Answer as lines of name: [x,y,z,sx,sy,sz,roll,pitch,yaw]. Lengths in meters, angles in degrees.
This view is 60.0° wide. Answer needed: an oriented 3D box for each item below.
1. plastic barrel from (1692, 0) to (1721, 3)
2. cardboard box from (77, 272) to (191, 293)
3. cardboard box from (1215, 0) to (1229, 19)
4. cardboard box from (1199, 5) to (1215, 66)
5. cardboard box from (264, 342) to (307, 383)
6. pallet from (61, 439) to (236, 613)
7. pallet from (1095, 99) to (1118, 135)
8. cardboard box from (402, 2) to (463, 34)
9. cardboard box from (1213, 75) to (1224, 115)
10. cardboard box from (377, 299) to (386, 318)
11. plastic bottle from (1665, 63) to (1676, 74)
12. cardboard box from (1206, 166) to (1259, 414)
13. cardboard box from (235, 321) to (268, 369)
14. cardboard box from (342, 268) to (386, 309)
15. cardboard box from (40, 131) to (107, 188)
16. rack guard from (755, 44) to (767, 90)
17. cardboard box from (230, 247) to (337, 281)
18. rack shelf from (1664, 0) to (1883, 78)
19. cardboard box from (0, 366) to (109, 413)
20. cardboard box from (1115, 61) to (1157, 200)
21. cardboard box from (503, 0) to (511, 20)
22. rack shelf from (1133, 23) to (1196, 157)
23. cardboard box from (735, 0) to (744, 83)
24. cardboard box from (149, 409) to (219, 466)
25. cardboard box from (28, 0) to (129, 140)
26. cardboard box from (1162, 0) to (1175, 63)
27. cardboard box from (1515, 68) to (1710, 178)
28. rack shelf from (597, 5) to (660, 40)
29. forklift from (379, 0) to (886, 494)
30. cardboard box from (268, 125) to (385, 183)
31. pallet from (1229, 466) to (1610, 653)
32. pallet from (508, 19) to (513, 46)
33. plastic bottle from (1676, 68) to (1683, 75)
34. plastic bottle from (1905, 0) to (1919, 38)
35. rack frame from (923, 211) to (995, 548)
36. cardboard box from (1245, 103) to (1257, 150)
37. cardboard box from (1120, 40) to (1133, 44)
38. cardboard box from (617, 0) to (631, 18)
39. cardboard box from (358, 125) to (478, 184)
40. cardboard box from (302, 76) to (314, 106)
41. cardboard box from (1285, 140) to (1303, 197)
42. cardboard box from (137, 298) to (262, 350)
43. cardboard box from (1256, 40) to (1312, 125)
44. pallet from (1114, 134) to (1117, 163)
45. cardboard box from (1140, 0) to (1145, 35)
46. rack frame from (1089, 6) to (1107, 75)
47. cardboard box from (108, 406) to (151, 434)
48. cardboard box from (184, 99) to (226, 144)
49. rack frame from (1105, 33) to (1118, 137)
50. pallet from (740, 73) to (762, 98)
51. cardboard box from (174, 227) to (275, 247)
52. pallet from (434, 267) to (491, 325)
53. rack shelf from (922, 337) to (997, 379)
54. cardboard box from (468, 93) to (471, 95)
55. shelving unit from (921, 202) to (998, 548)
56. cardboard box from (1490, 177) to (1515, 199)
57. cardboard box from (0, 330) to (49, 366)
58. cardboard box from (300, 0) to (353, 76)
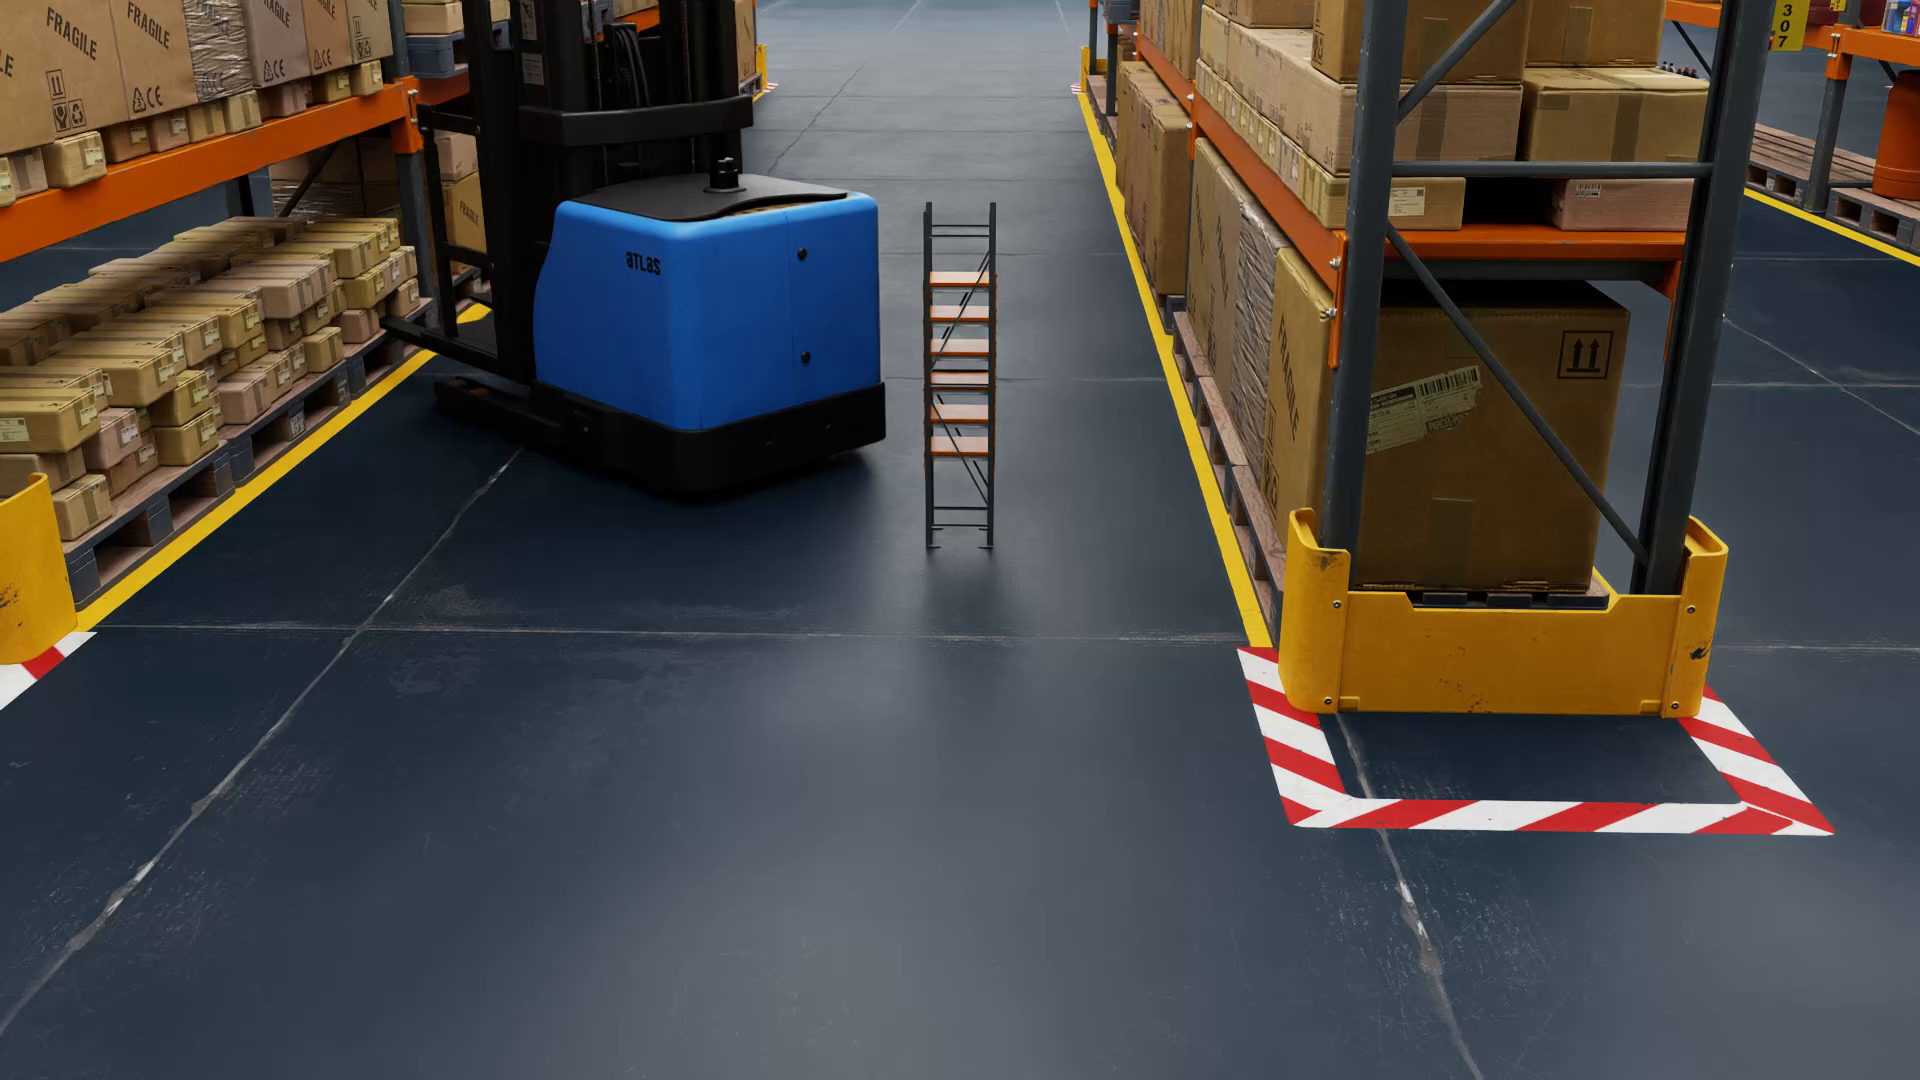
plastic barrel: [6.609,-4.972,14.509,0.433,0.535,0.433,0,21,0]
cardboard box: [-3.536,-1.051,7.130,0.380,0.149,0.250,0,21,-1]
cardboard box: [1.370,-2.484,7.044,0.500,0.500,0.500,1,21,2]
cardboard box: [1.387,-2.316,7.647,0.500,0.250,0.500,0,21,1]
cardboard box: [-3.070,-0.759,7.198,0.380,0.149,0.250,1,21,3]
pallet: [-3.351,-0.080,5.943,1.003,0.211,1.213,1,21,2]
pallet: [1.891,-4.250,16.691,1.003,0.211,1.213,1,21,2]
cardboard box: [-2.820,-2.721,8.663,0.380,0.149,0.250,0,21,-1]
cardboard box: [1.300,-1.909,7.148,0.380,0.149,0.250,0,21,0]
cardboard box: [-3.054,-1.134,8.164,0.380,0.149,0.250,1,21,3]
plastic bottle: [7.315,-4.732,17.131,0.144,0.351,0.185,0,21,1]
cardboard box: [1.536,-1.056,6.962,0.875,0.875,0.875,1,21,2]
cardboard box: [-3.143,-0.824,6.954,0.380,0.149,0.250,2,21,4]
cardboard box: [-2.970,-1.198,7.920,0.380,0.149,0.250,0,21,0]
cardboard box: [-3.048,-1.245,5.437,0.380,0.149,0.250,0,21,0]
rack guard: [-2.926,-5.688,19.996,1.175,0.500,0.348,1,21,2]
cardboard box: [-3.097,-1.242,7.622,0.380,0.149,0.250,1,21,3]
rack shelf: [6.796,-4.194,13.685,1.077,0.370,4.000,1,21,2]
cardboard box: [-3.170,-0.490,5.683,0.380,0.149,0.250,1,21,3]
cardboard box: [1.743,-2.817,11.498,1.225,0.875,0.875,0,21,-1]
cardboard box: [-2.790,-3.095,9.625,0.380,0.149,0.250,0,21,-1]
rack shelf: [1.724,-2.802,10.098,1.077,0.370,4.000,1,21,2]
cardboard box: [-2.906,-5.485,18.376,0.875,0.875,0.875,0,21,1]
cardboard box: [-3.033,-0.388,6.244,0.380,0.149,0.250,1,21,2]
cardboard box: [-3.133,-1.598,5.450,0.500,0.500,0.500,1,21,2]
cardboard box: [1.435,-3.001,9.478,0.500,0.500,0.500,0,21,1]
cardboard box: [1.826,-1.207,4.790,0.500,0.250,0.500,0,21,0]
rack shelf: [-3.109,-4.339,14.061,1.077,0.370,4.000,1,21,2]
forklift: [-1.707,-1.986,7.094,1.130,2.935,3.031,-20,29,-41]
cardboard box: [-3.522,-2.158,9.281,0.500,0.250,0.500,0,21,0]
pallet: [1.487,0.042,5.629,1.003,0.211,1.213,1,21,2]
pallet: [-3.189,-3.146,10.256,1.003,0.211,1.213,1,21,2]
plastic bottle: [7.152,-4.511,16.563,0.144,0.351,0.185,1,21,2]
plastic bottle: [6.343,-3.480,11.014,0.061,0.283,0.133,1,21,2]
rack frame: [-0.002,-0.532,5.740,0.240,1.200,0.006,1,21,2]
cardboard box: [1.270,-1.536,6.188,0.380,0.149,0.250,1,21,3]
cardboard box: [1.970,-5.115,17.941,0.500,0.500,0.500,3,21,7]
cardboard box: [-2.874,-4.342,12.933,0.500,0.500,0.500,0,21,1]
cardboard box: [-3.005,-2.150,9.261,0.500,0.250,0.500,0,21,-1]
cardboard box: [-3.109,-2.000,7.383,0.380,0.149,0.250,0,21,0]
cardboard box: [1.238,-1.169,5.241,0.380,0.149,0.250,1,21,2]
cardboard box: [-3.037,-0.865,6.650,0.380,0.149,0.250,1,21,2]
cardboard box: [1.322,-1.582,5.757,0.500,0.250,0.500,0,21,0]
pallet: [1.850,-3.283,14.198,1.003,0.211,1.213,1,21,2]
cardboard box: [1.498,-3.734,11.369,0.500,0.500,0.500,1,21,3]
rack frame: [2.028,-6.753,19.287,1.000,3.000,0.127,1,21,2]
cardboard box: [-3.157,-0.439,5.963,0.380,0.149,0.250,1,21,2]
cardboard box: [-3.079,-1.620,6.405,0.380,0.149,0.250,1,21,4]
rack frame: [1.906,-5.307,15.559,1.000,3.000,0.127,1,21,2]
pallet: [-2.873,-5.254,19.279,1.003,0.211,1.213,1,21,2]
cardboard box: [-3.577,-1.428,8.101,0.380,0.149,0.250,2,21,4]
pallet: [-3.269,-1.487,9.569,1.003,0.211,1.213,1,21,2]
rack shelf: [0.000,-0.635,5.798,0.258,0.103,0.180,1,21,2]
cardboard box: [-3.448,-2.902,11.199,0.500,0.250,0.500,0,21,1]
shelving unit: [0.000,-0.565,5.825,0.258,1.200,0.189,1,21,2]
cardboard box: [1.896,-1.161,5.222,0.380,0.149,0.250,0,21,0]
cardboard box: [-3.633,-0.676,6.162,0.380,0.149,0.250,0,21,-1]
cardboard box: [-3.041,-2.325,7.325,0.500,0.500,0.500,0,21,0]
